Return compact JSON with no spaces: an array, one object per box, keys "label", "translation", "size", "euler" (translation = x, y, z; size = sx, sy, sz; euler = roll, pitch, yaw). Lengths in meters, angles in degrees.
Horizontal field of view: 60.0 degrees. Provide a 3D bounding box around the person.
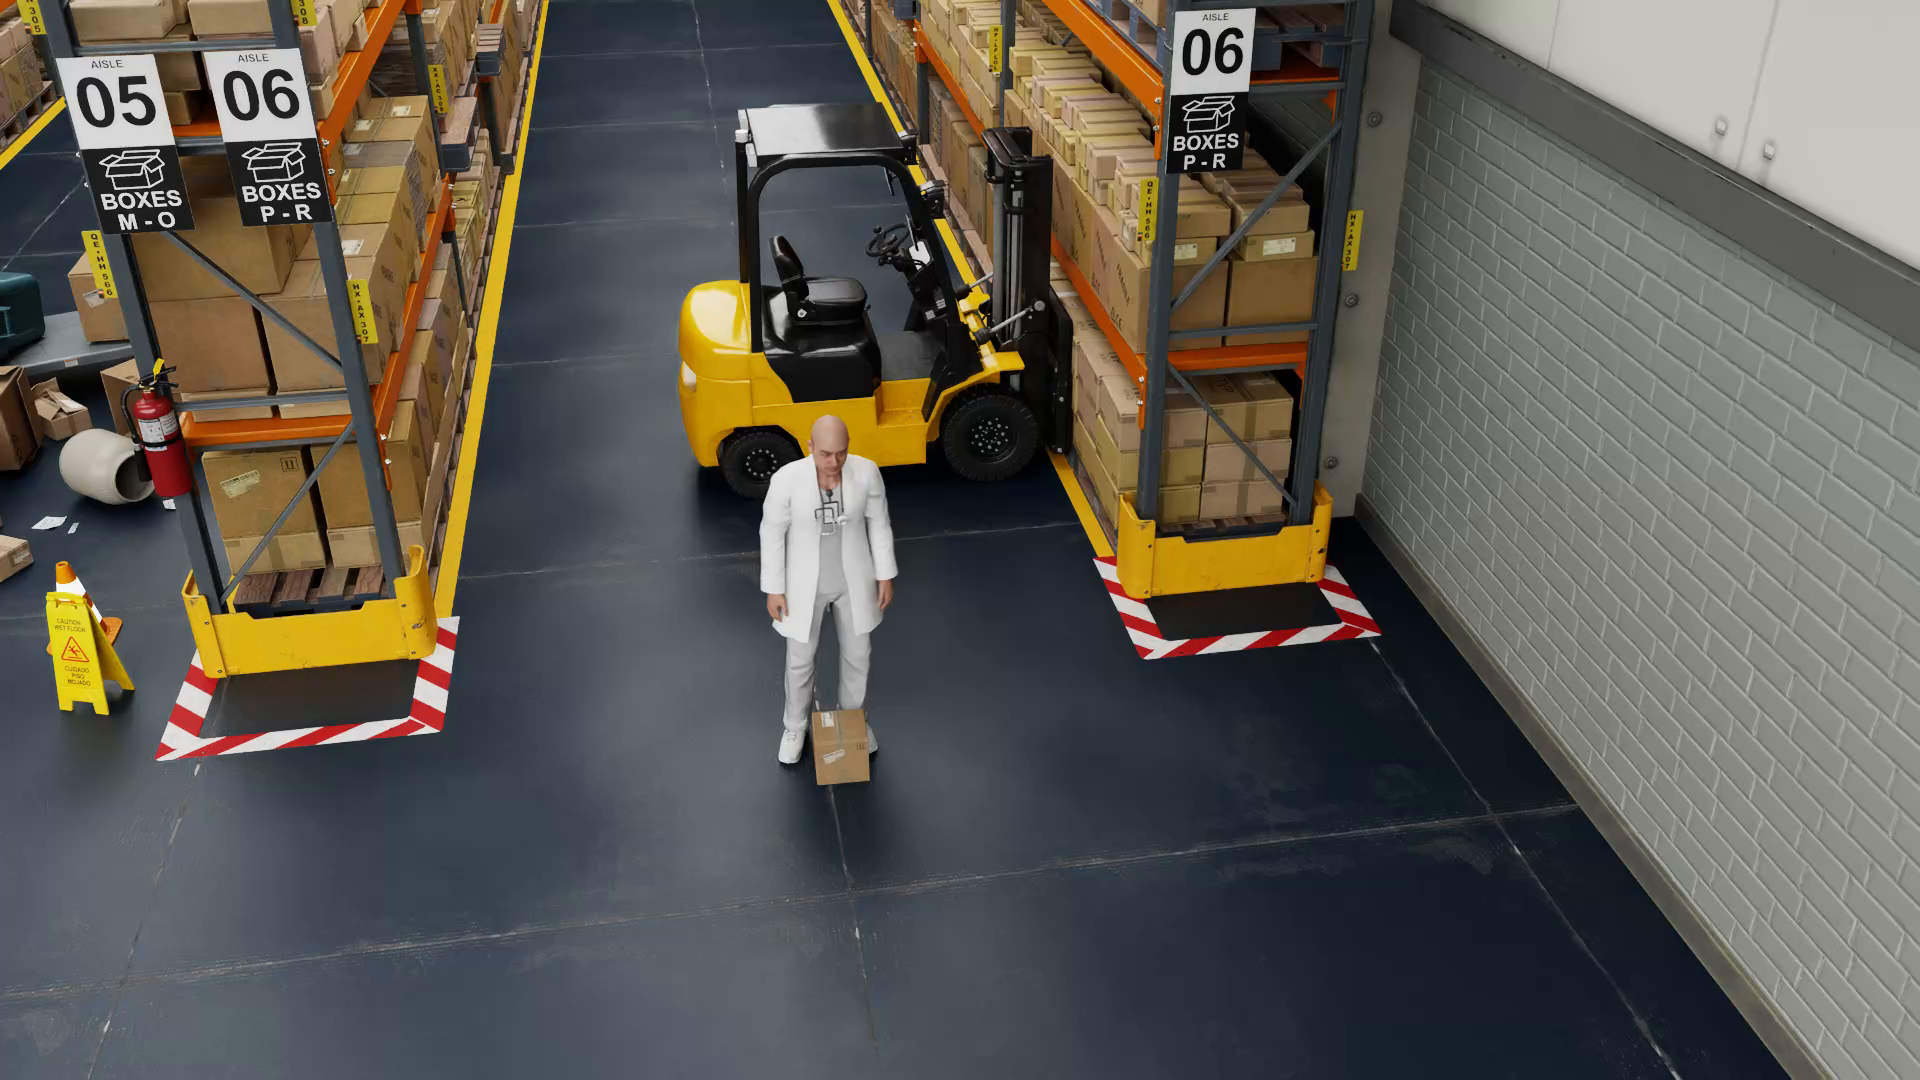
[{"label":"person","translation":[-0.609,0.209,7.800],"size":[0.653,1.774,0.424],"euler":[-7,31,-12]}]
